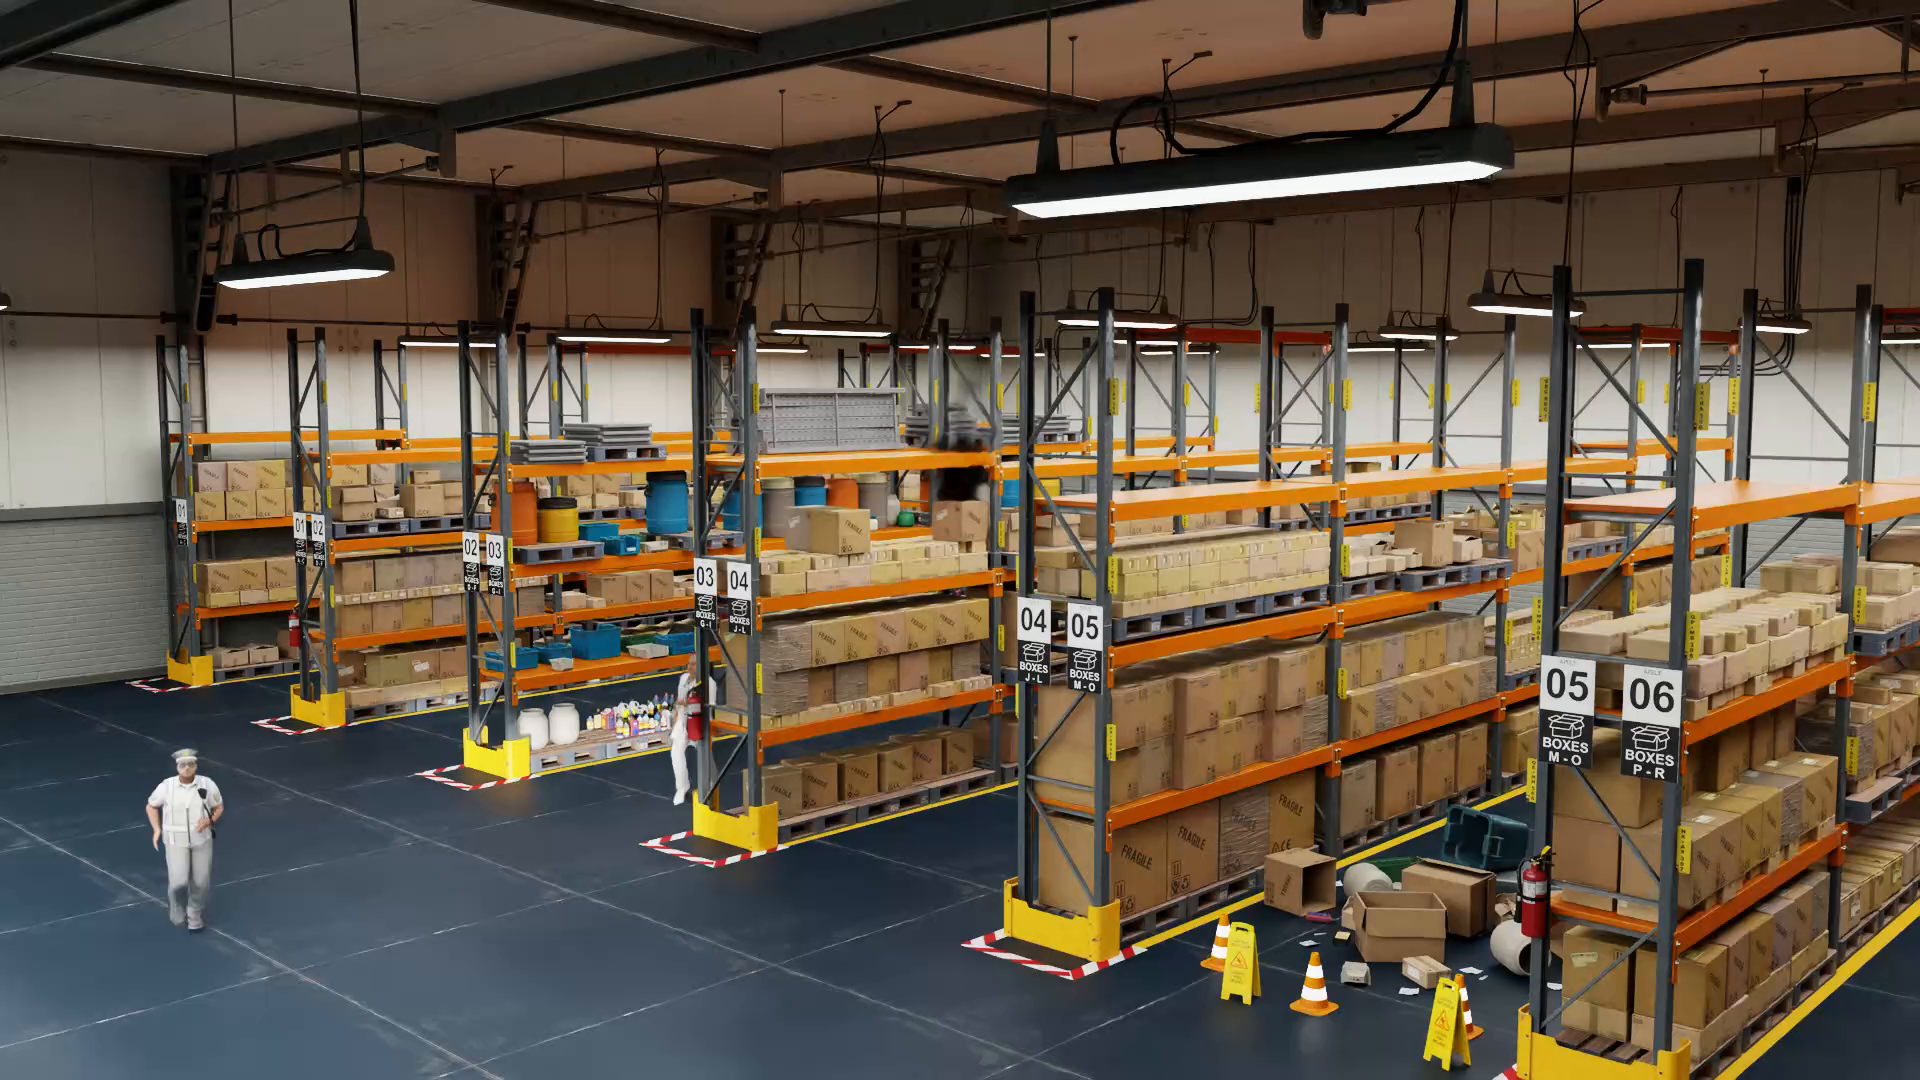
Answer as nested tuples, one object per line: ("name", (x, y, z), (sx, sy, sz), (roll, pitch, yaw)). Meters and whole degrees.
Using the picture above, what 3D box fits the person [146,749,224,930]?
("person", (-7.250, 2.825, 15.623), (0.651, 1.740, 0.602), (-3, 6, -30))

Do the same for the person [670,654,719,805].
("person", (-3.295, 2.373, 20.655), (0.669, 1.772, 0.838), (2, 6, 22))
